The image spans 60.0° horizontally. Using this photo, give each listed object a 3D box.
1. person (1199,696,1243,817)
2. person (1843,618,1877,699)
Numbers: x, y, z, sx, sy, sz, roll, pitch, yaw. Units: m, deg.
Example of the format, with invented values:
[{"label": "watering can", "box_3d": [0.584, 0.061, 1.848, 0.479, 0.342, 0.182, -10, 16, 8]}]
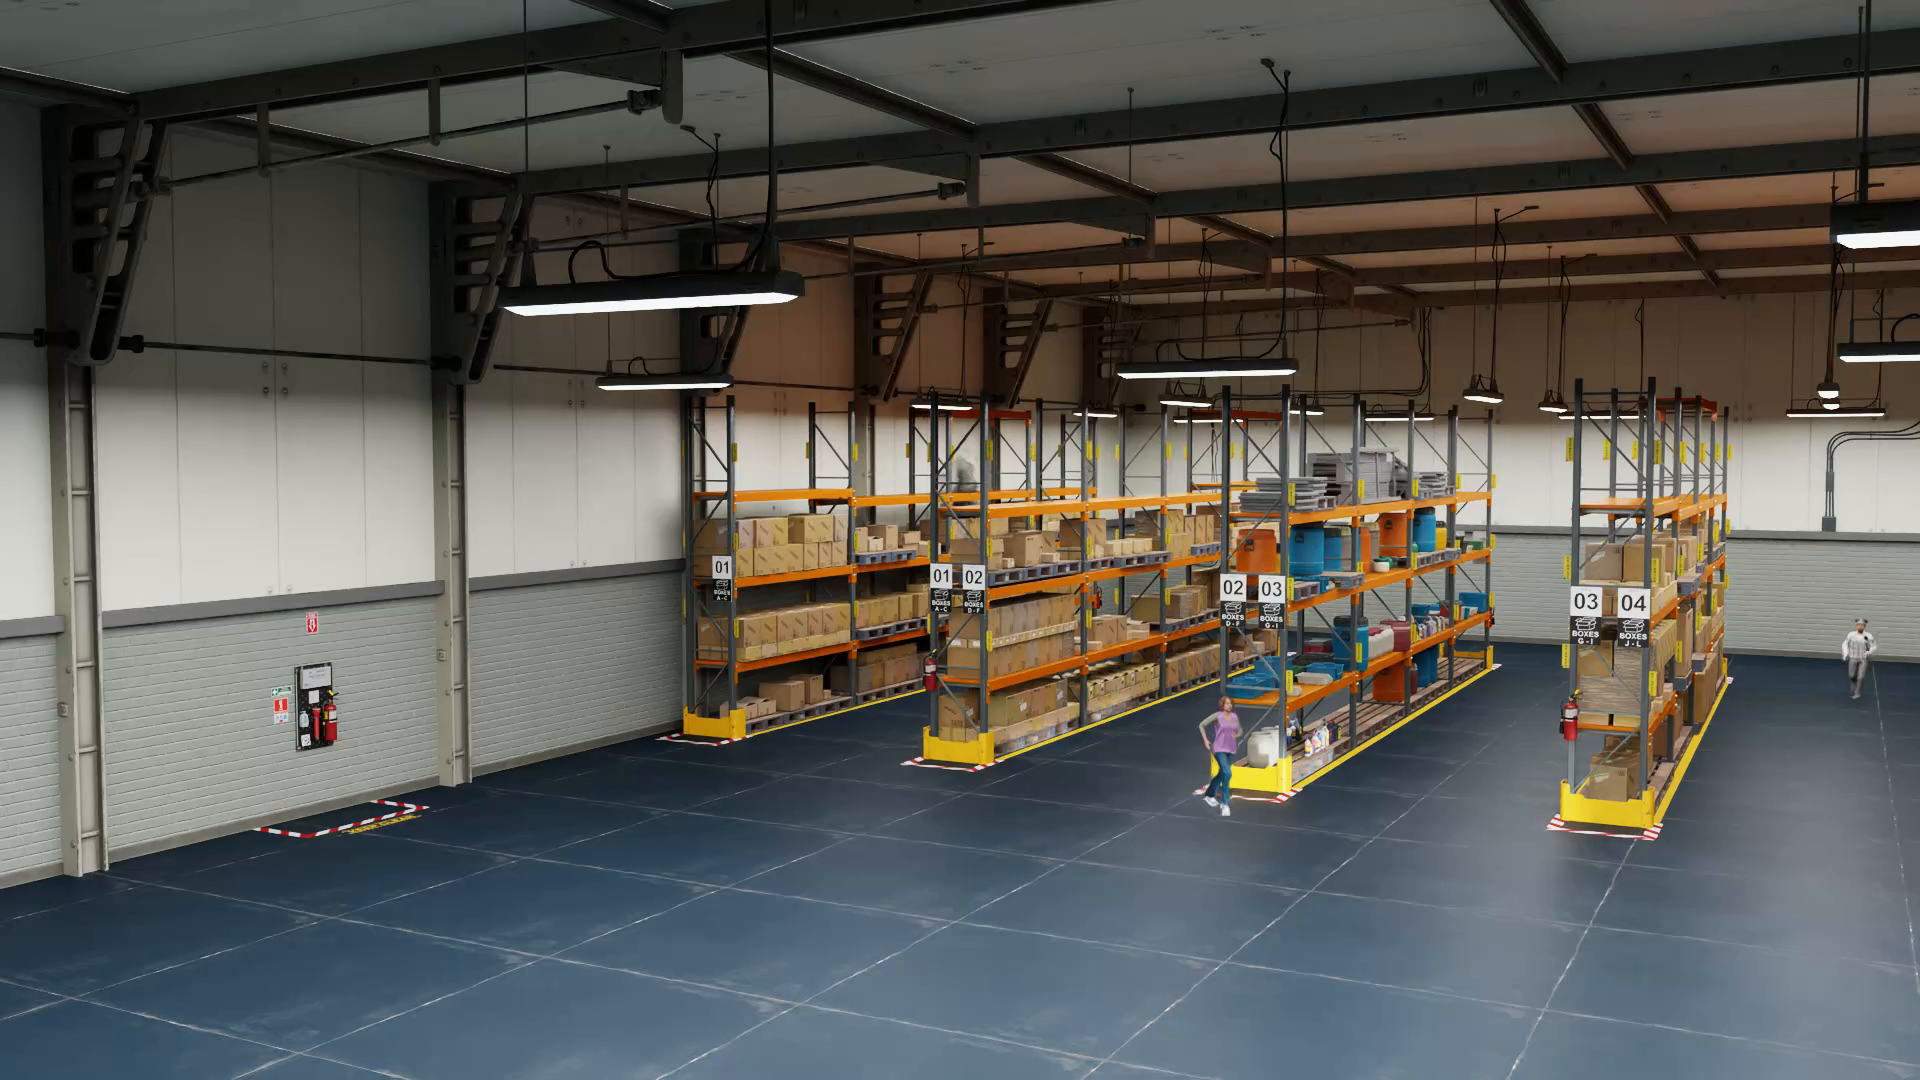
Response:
[{"label": "person", "box_3d": [3.664, 2.994, 23.199, 0.552, 1.646, 0.646, -2, 4, -33]}, {"label": "person", "box_3d": [18.274, 2.390, 33.794, 0.626, 1.616, 0.533, 2, 4, 34]}]
